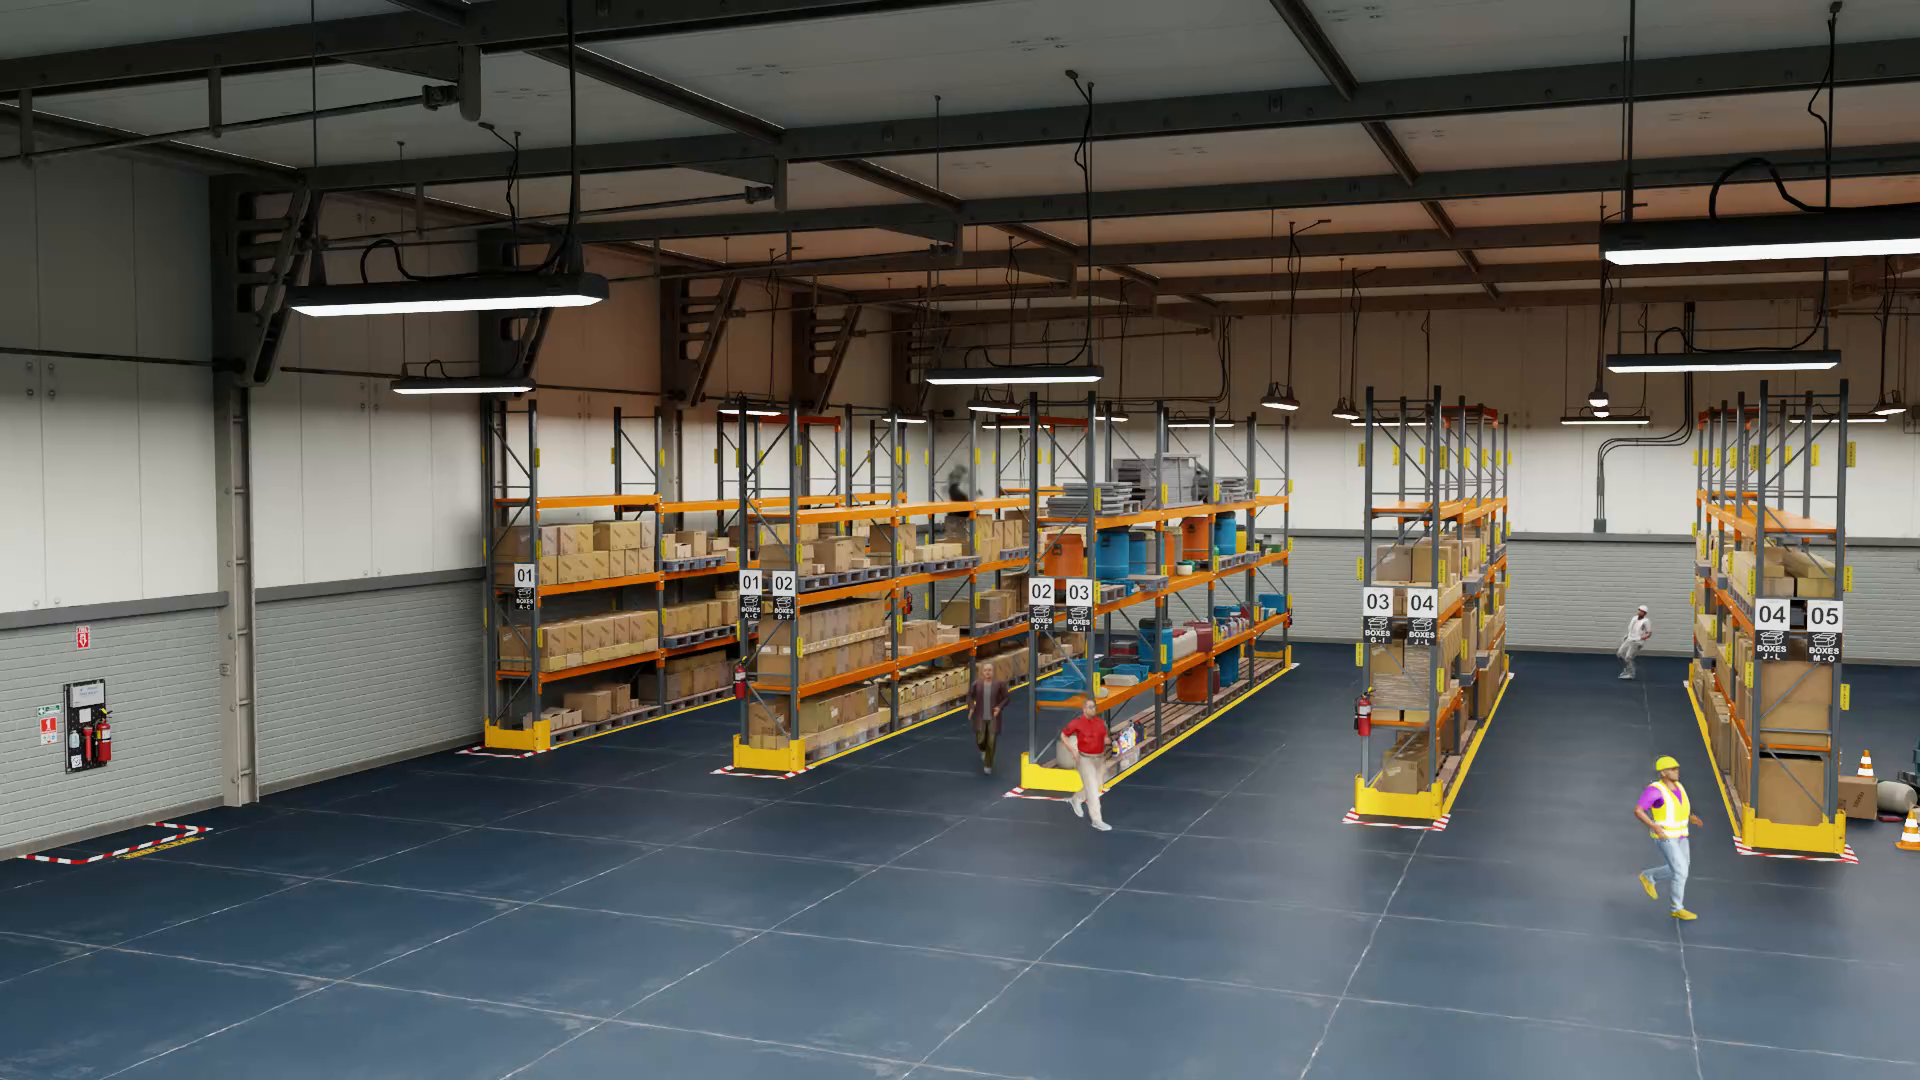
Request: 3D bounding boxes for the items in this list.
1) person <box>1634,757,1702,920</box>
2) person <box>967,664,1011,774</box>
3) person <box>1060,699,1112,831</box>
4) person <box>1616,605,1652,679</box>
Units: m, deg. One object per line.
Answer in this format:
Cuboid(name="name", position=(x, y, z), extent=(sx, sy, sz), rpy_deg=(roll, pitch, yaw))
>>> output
Cuboid(name="person", position=(7.749, 3.237, 18.232), extent=(0.711, 1.732, 0.795), rpy_deg=(-2, 3, -31))
Cuboid(name="person", position=(0.448, 2.836, 26.523), extent=(0.709, 1.737, 0.640), rpy_deg=(0, 3, 7))
Cuboid(name="person", position=(1.758, 3.012, 22.557), extent=(0.668, 1.704, 0.962), rpy_deg=(-2, 4, -37))
Cuboid(name="person", position=(15.128, 2.303, 37.386), extent=(0.553, 1.694, 0.766), rpy_deg=(-1, 3, -12))
